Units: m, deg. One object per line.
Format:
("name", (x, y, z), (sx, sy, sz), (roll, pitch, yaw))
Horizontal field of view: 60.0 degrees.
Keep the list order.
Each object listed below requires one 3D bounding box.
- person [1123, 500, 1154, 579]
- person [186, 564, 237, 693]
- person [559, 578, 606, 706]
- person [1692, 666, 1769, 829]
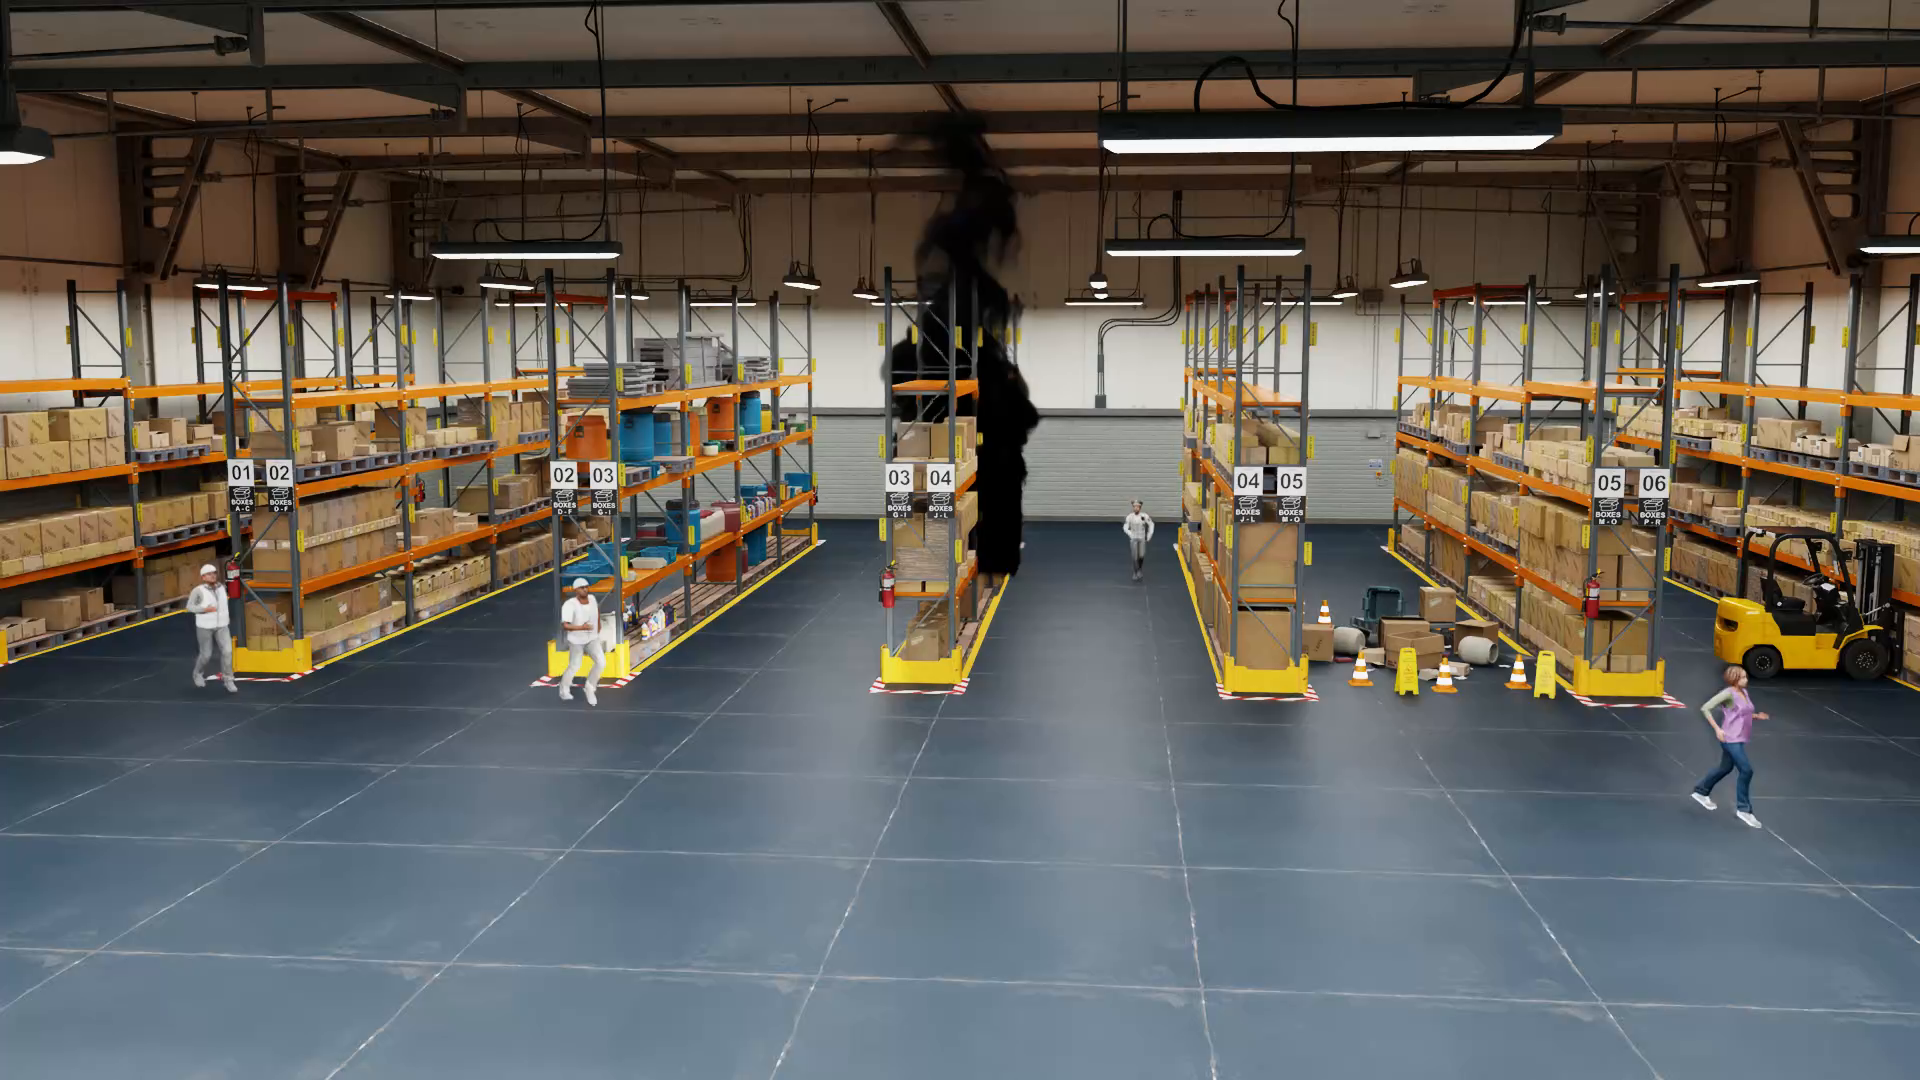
("person", (3.695, -0.007, 34.485), (0.629, 1.656, 0.575), (1, 7, 8))
("person", (-10.620, 1.245, 23.608), (0.848, 1.798, 0.663), (6, 9, 41))
("person", (-5.128, 1.380, 22.682), (0.711, 1.767, 0.866), (-7, 10, -43))
("person", (7.996, 2.109, 17.263), (0.757, 1.636, 0.514), (7, 10, 45))
